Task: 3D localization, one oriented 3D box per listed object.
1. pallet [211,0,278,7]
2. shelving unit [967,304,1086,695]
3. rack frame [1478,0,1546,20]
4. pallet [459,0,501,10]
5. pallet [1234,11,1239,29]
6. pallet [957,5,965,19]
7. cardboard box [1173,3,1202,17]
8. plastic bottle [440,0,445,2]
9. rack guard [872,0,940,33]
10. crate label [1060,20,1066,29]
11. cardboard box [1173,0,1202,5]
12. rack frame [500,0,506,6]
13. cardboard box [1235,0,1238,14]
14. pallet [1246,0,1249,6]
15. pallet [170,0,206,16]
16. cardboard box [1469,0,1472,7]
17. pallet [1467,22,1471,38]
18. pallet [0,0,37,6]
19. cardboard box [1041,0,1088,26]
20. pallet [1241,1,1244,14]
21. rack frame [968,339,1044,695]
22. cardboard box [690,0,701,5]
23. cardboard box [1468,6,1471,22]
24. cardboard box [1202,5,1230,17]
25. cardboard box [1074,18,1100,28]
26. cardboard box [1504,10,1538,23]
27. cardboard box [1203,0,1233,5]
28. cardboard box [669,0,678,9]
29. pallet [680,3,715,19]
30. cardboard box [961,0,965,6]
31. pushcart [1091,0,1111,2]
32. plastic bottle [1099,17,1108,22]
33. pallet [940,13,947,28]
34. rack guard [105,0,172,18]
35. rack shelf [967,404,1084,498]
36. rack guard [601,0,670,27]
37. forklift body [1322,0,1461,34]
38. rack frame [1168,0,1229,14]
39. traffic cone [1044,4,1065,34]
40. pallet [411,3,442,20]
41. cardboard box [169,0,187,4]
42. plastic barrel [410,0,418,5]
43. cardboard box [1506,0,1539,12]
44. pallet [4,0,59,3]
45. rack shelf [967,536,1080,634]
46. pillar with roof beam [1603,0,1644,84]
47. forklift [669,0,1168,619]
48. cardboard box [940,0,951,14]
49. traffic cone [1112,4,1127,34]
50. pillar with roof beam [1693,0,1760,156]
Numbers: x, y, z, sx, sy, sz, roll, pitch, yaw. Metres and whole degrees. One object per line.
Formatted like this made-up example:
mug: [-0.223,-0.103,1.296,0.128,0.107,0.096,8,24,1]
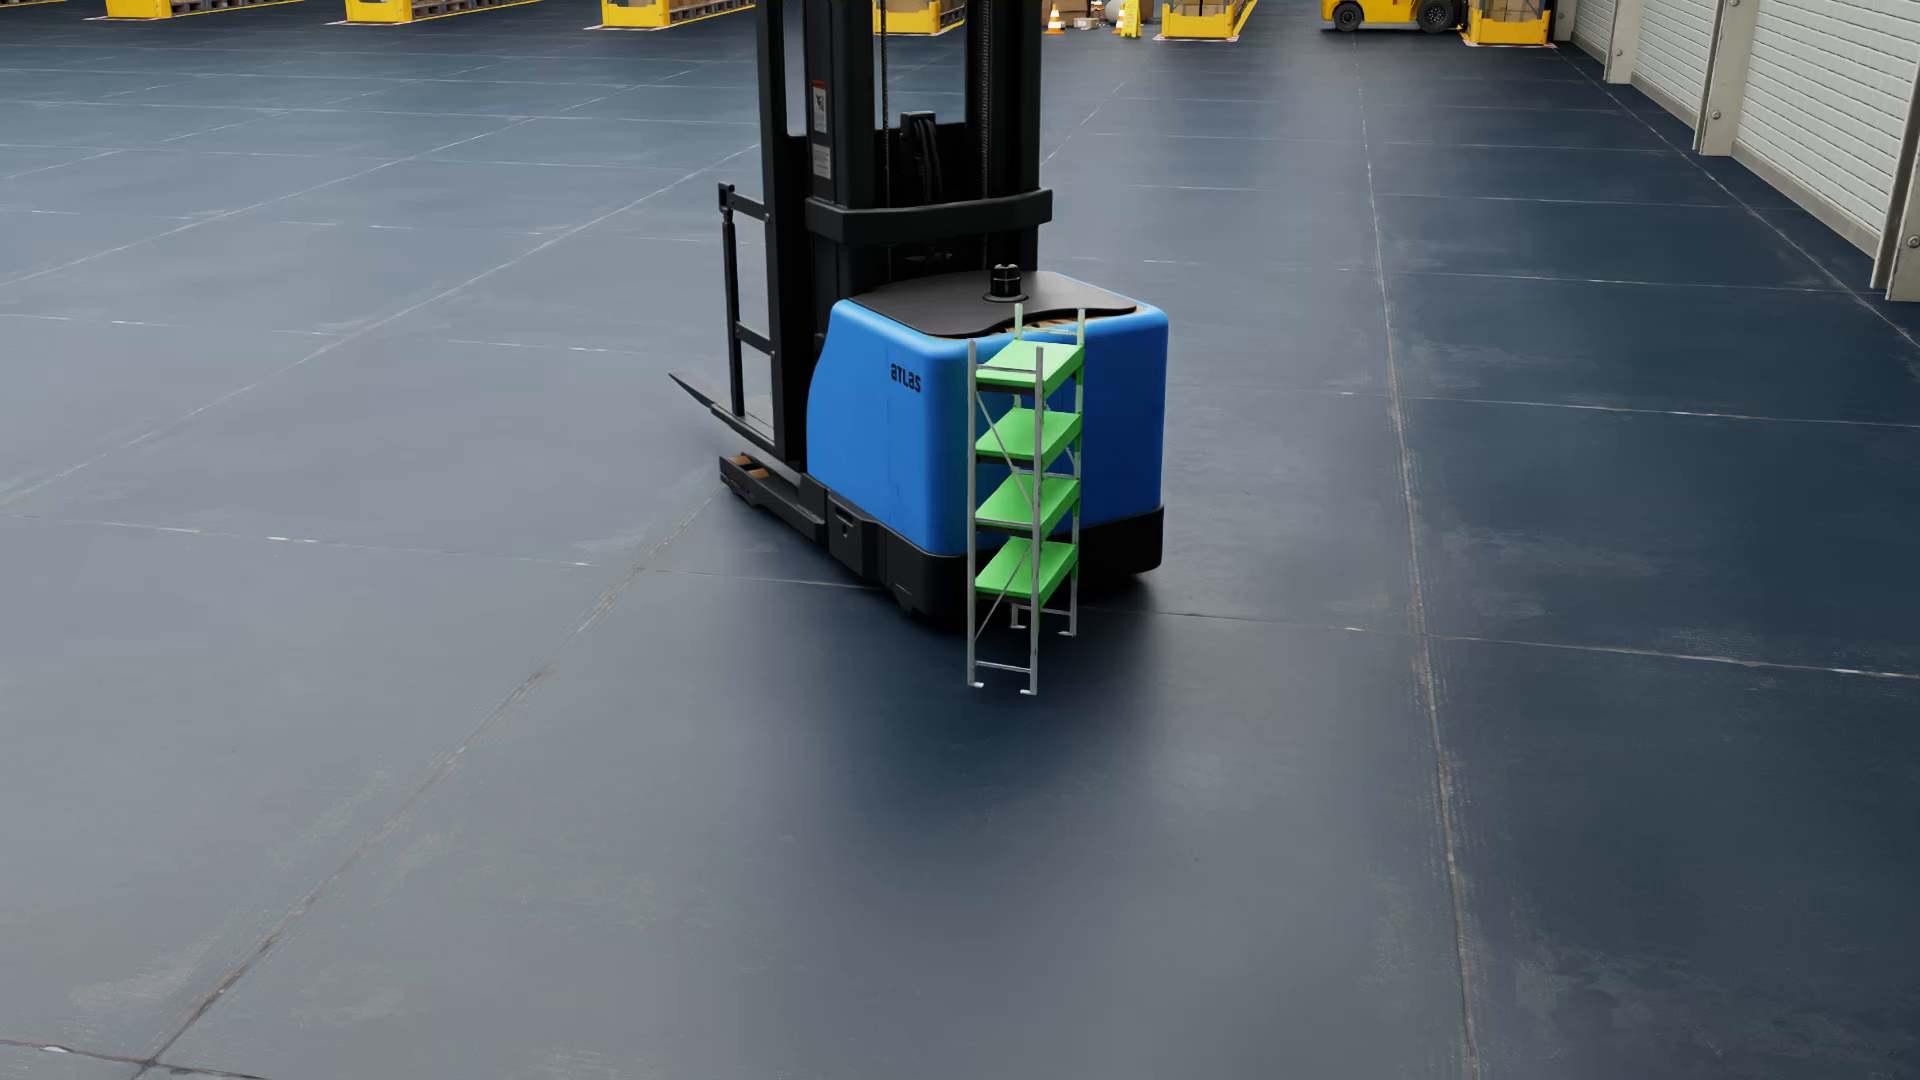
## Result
pallet: [-14.852,-11.158,34.277,1.003,0.211,1.213,4,22,11]
shelving unit: [0.223,-0.140,5.595,0.258,1.200,0.503,7,23,18]
rack frame: [8.794,-9.387,26.147,1.000,3.000,0.127,4,22,11]
pallet: [-9.978,-10.824,33.448,1.003,0.211,1.213,4,22,11]
pallet: [4.401,-9.238,29.509,1.003,0.211,1.213,4,22,11]
pallet: [-0.348,-10.002,31.406,1.003,0.211,1.213,4,22,11]
cardboard box: [3.840,-9.009,28.325,0.500,0.250,0.500,4,22,11]
plastic bottle: [-9.941,-10.475,31.912,0.097,0.271,0.097,0,22,0]
rack guard: [-0.937,-8.937,28.374,1.175,0.500,0.348,4,22,11]
crate label: [1.703,-8.945,28.880,0.250,0.136,0.298,-7,23,-17]
cardboard box: [3.842,-9.345,28.155,0.500,0.500,0.500,5,22,11]
rack frame: [-9.800,-12.360,33.529,1.000,3.000,0.127,4,22,11]
cardboard box: [4.580,-9.344,29.159,0.500,0.250,0.500,6,23,15]
pallet: [5.406,-11.111,34.160,1.003,0.211,1.213,4,22,11]
pallet: [-15.350,-10.266,32.061,1.003,0.211,1.213,4,22,11]
cardboard box: [8.700,-8.923,27.444,0.500,0.250,0.500,4,22,10]
pallet: [8.909,-8.377,27.370,1.003,0.211,1.213,4,22,11]
pallet: [-19.848,-11.126,34.197,1.003,0.211,1.213,4,22,11]
cardboard box: [1.814,-9.442,29.624,0.797,0.503,0.637,-11,25,-26]
pallet: [4.908,-10.219,31.944,1.003,0.211,1.213,4,22,11]
rack frame: [0.142,-0.054,5.381,0.240,1.200,0.015,7,23,18]
cardboard box: [-5.231,-10.432,31.524,0.500,0.500,0.500,2,22,6]
cardboard box: [8.691,-8.684,27.519,0.500,0.250,0.500,4,22,11]
cardboard box: [4.369,-8.958,28.199,0.500,0.250,0.500,4,22,10]
cardboard box: [2.224,-9.075,29.188,0.380,0.149,0.250,18,28,38]
cardboard box: [9.086,-8.471,26.991,0.500,0.250,0.500,5,22,11]
cardboard box: [4.374,-9.314,28.080,0.500,0.500,0.500,4,22,9]
cardboard box: [-5.535,-10.004,30.461,0.500,0.500,0.500,11,24,25]
pallet: [-5.300,-9.993,31.385,1.003,0.211,1.213,4,22,11]
cardboard box: [-0.313,-10.552,31.321,0.875,0.875,0.875,5,22,12]
pushcart: [2.508,-10.166,31.592,1.648,0.377,0.936,-3,22,-8]
plastic bottle: [2.651,-9.535,30.448,0.133,0.061,0.283,8,23,20]
pallet: [-0.846,-9.110,29.190,1.003,0.211,1.213,4,22,11]
rack guard: [-15.469,-10.108,31.283,1.175,0.500,0.348,4,22,11]
rack shelf: [0.223,-0.303,5.529,0.258,0.148,0.480,7,23,18]
rack guard: [-5.752,-9.388,29.495,1.175,0.500,0.348,4,22,11]
forklift body: [7.395,-9.826,28.373,2.313,2.155,1.214,4,22,11]
rack frame: [3.934,-9.764,27.083,1.000,3.000,0.127,4,22,11]
traffic cone: [1.603,-8.804,28.093,0.336,0.463,0.334,4,22,11]
pallet: [-10.476,-9.932,31.232,1.003,0.211,1.213,4,22,11]
cardboard box: [-15.137,-10.375,31.718,0.500,0.250,0.500,4,22,11]
plastic barrel: [-10.454,-10.368,31.350,0.421,0.512,0.421,0,22,0]
cardboard box: [9.093,-8.695,26.877,0.500,0.250,0.500,5,22,12]
pallet: [-19.601,-11.574,35.308,1.003,0.211,1.213,4,22,11]
rack shelf: [0.223,0.142,5.709,0.258,0.148,0.480,7,23,18]
pillar with roof beam: [4.380,-10.490,20.854,9.100,9.000,0.400,4,22,11]
forklift: [-0.406,-1.582,6.858,1.130,2.935,3.031,-13,25,-28]
cardboard box: [-0.681,-9.889,29.675,0.875,0.875,0.875,4,22,10]
traffic cone: [2.759,-8.843,28.192,0.336,0.463,0.334,4,22,11]
pillar with roof beam: [3.155,-8.296,15.406,9.100,9.000,0.400,4,22,11]
